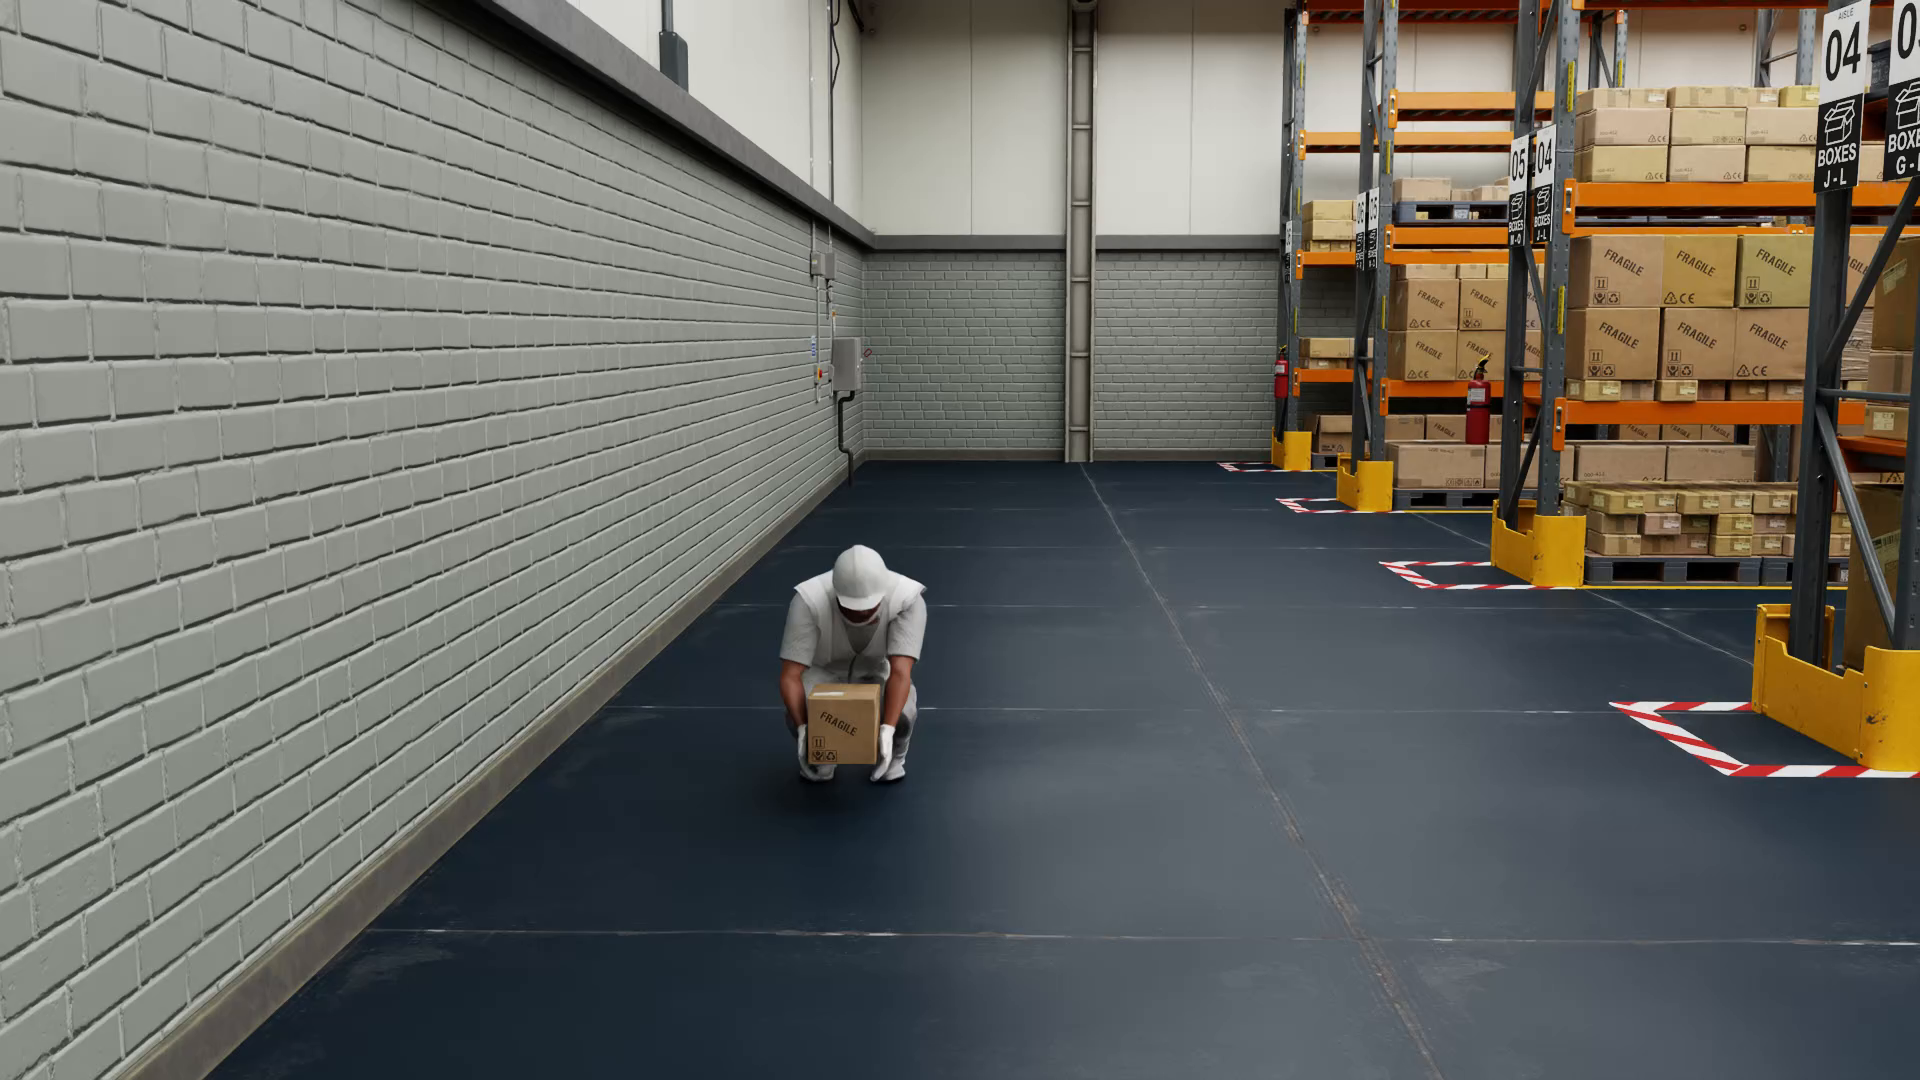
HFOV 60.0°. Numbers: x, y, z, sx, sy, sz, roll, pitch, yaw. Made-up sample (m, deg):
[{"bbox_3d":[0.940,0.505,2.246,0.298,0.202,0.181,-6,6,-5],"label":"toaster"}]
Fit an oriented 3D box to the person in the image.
[{"bbox_3d":[-0.412,0.482,6.547,0.567,0.994,0.891,0,7,1],"label":"person"}]
